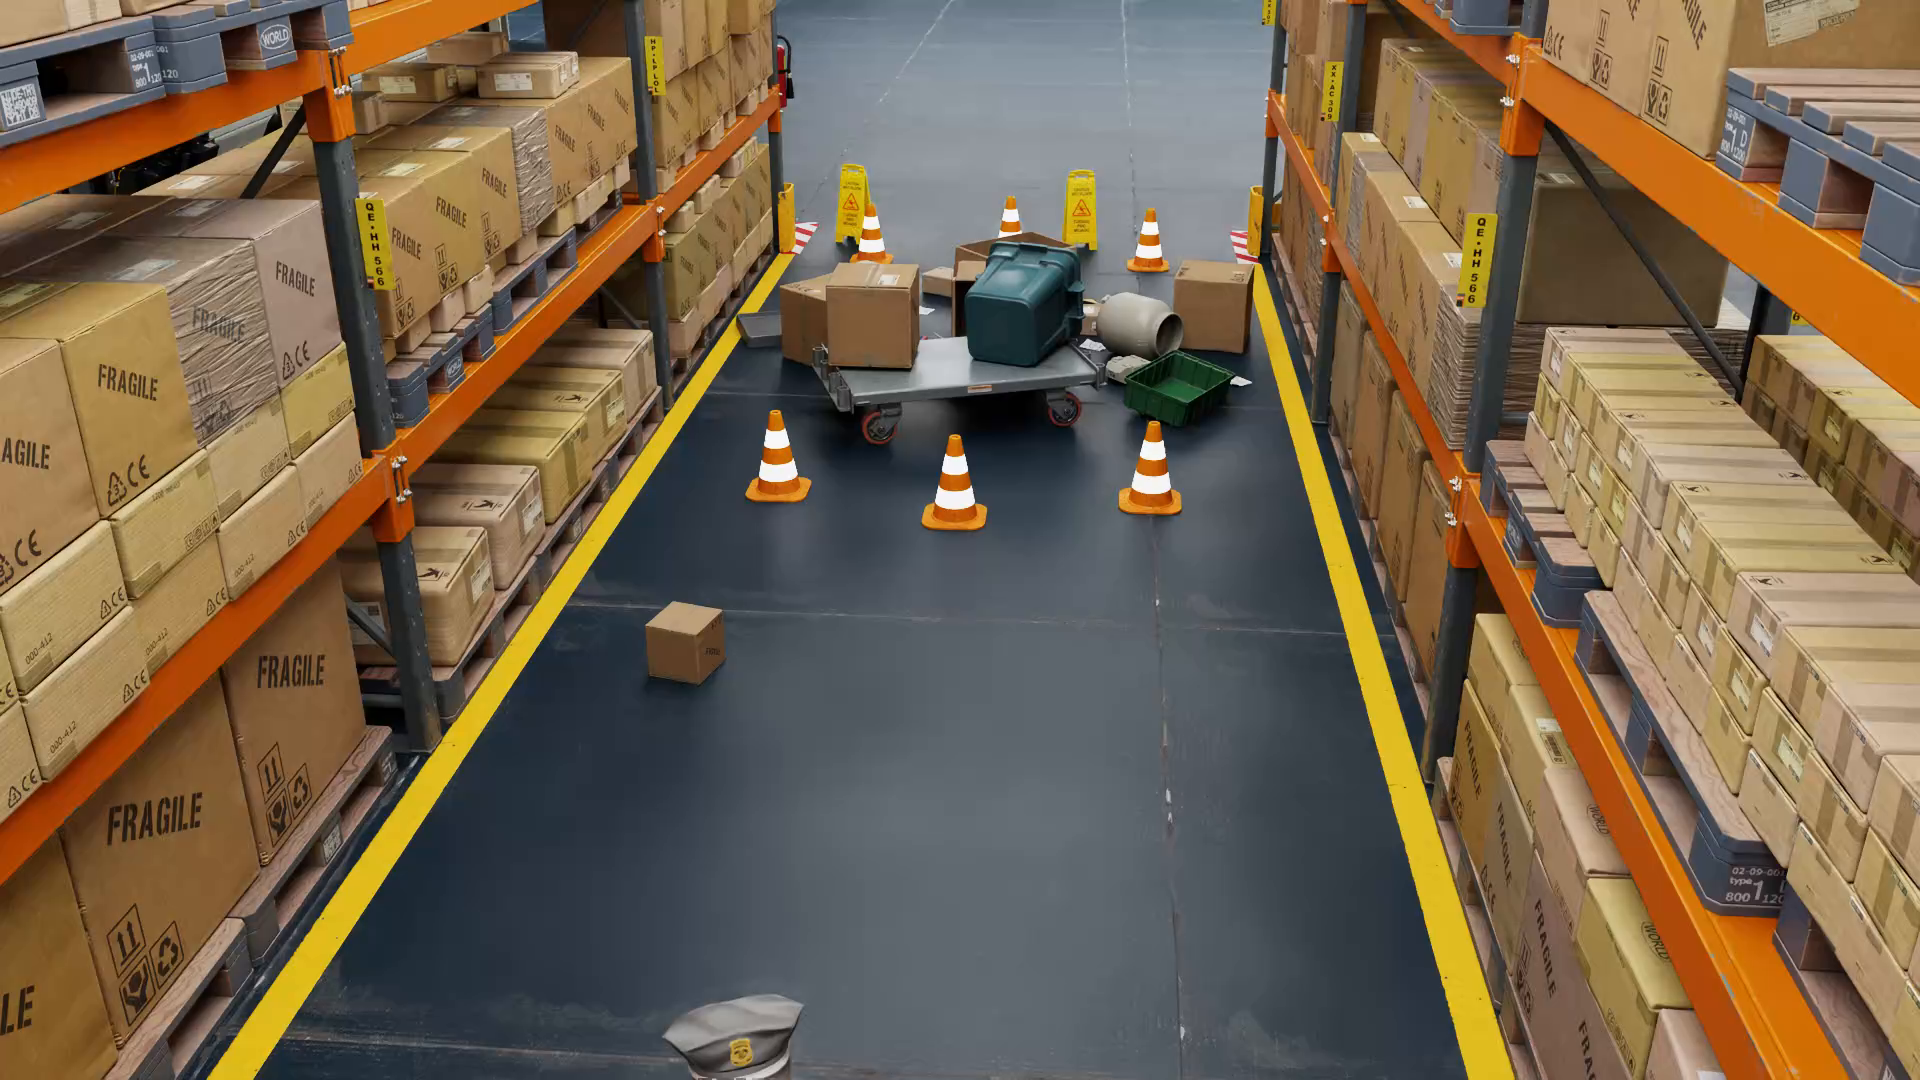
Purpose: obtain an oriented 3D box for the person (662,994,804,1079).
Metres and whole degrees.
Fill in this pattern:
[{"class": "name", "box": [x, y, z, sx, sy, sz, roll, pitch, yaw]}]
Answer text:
[{"class": "person", "box": [-0.353, 1.599, 3.063, 0.495, 1.642, 0.920, -2, 25, -5]}]
